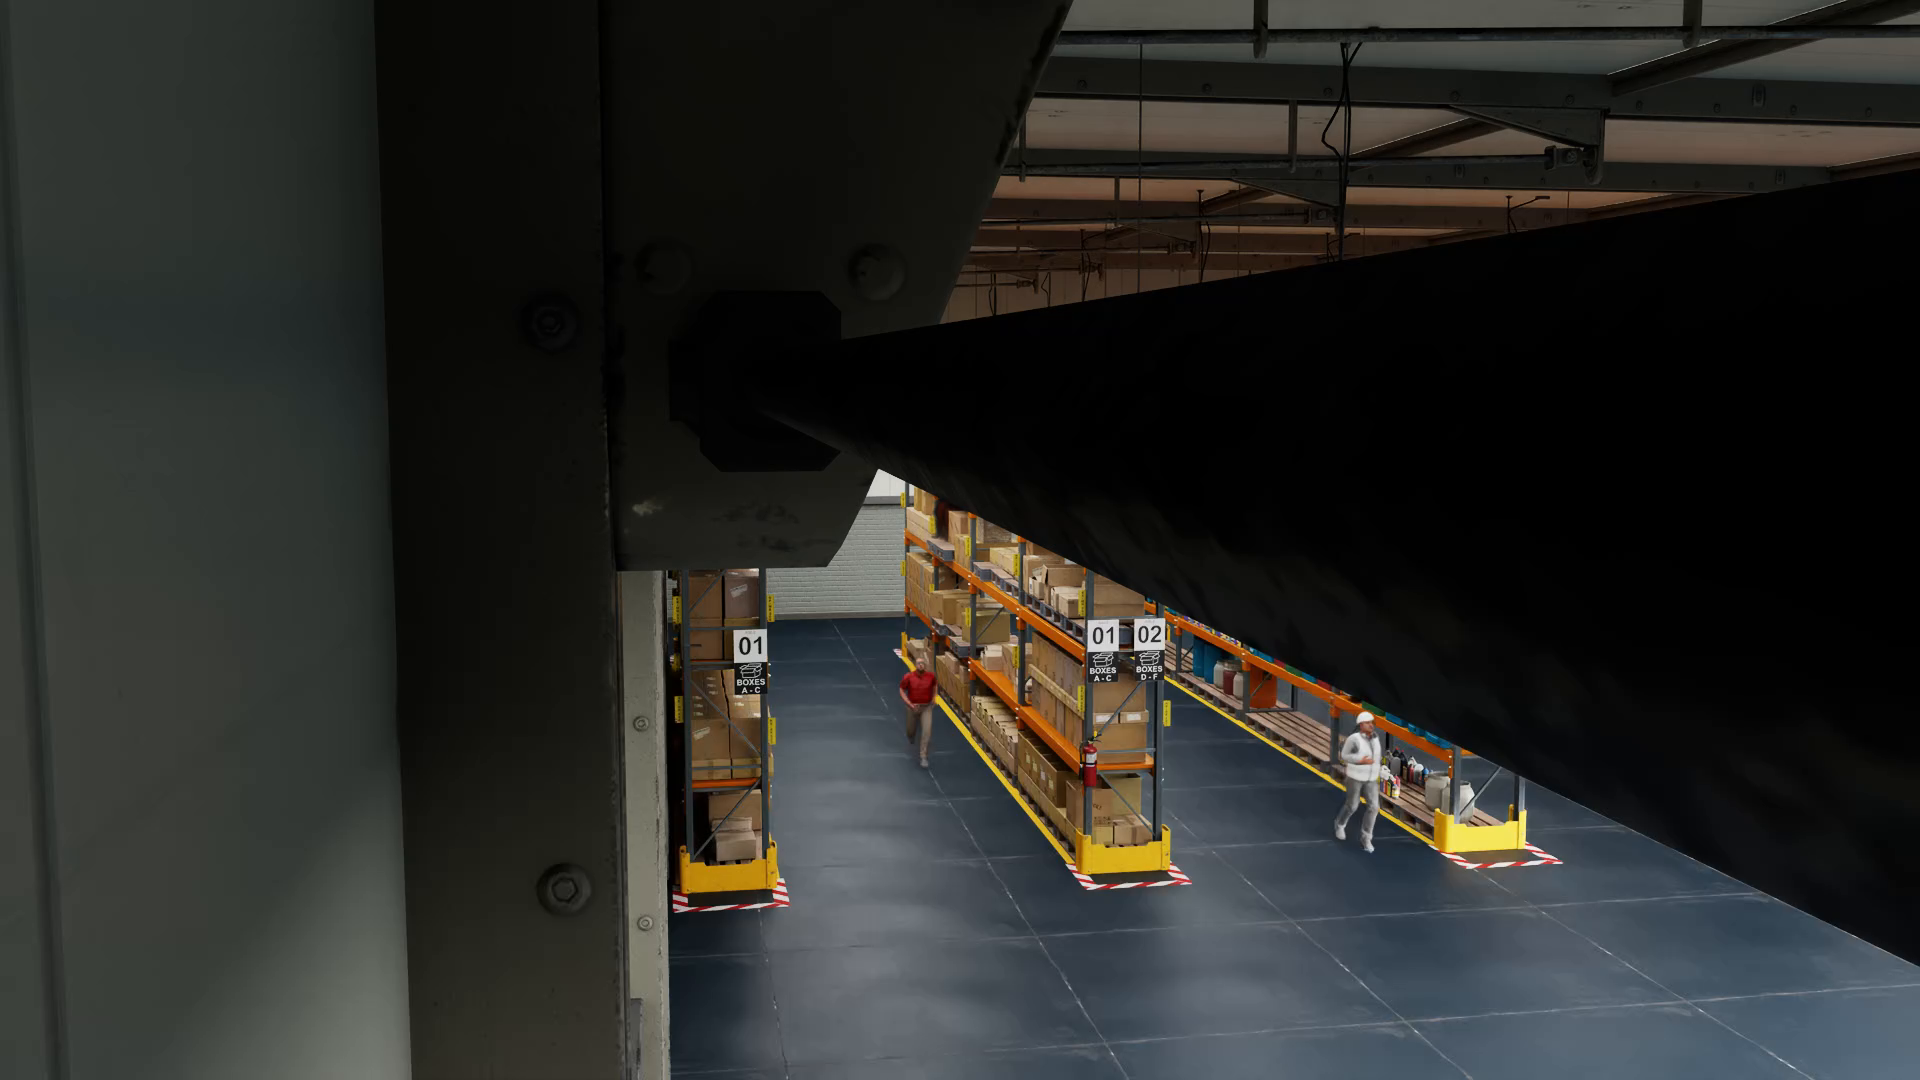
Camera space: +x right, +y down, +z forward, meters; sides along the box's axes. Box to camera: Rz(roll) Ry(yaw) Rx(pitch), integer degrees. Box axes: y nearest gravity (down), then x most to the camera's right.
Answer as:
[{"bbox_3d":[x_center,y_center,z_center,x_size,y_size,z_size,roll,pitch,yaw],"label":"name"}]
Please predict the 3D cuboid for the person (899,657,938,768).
[{"bbox_3d":[-0.662,2.739,26.796,0.643,1.723,1.024,-1,6,-6],"label":"person"}]

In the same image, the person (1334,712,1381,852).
[{"bbox_3d":[5.311,3.178,22.050,0.670,1.841,0.746,-2,6,-21],"label":"person"}]
